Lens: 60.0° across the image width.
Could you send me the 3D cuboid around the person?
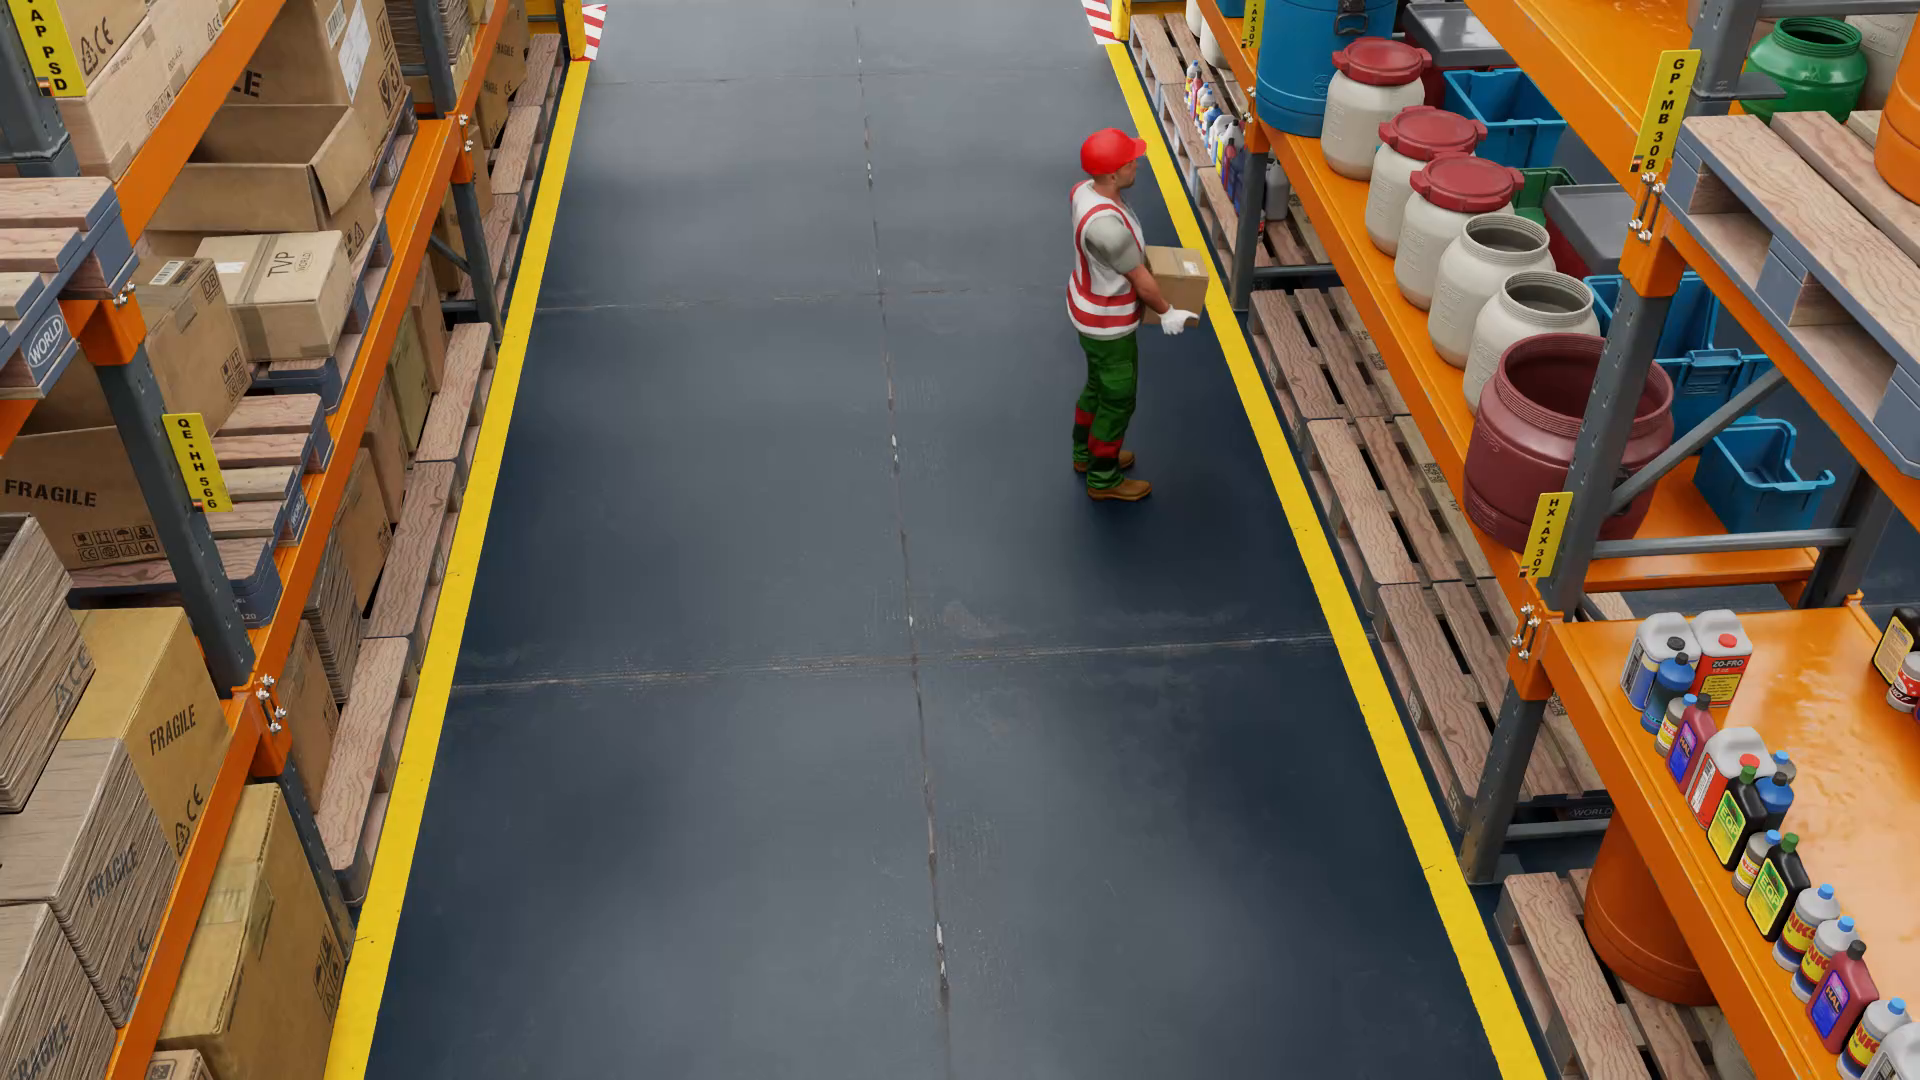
[{"bbox_3d":[0.752,-0.989,7.368,0.561,1.785,0.495,-3,39,-3],"label":"person"}]
